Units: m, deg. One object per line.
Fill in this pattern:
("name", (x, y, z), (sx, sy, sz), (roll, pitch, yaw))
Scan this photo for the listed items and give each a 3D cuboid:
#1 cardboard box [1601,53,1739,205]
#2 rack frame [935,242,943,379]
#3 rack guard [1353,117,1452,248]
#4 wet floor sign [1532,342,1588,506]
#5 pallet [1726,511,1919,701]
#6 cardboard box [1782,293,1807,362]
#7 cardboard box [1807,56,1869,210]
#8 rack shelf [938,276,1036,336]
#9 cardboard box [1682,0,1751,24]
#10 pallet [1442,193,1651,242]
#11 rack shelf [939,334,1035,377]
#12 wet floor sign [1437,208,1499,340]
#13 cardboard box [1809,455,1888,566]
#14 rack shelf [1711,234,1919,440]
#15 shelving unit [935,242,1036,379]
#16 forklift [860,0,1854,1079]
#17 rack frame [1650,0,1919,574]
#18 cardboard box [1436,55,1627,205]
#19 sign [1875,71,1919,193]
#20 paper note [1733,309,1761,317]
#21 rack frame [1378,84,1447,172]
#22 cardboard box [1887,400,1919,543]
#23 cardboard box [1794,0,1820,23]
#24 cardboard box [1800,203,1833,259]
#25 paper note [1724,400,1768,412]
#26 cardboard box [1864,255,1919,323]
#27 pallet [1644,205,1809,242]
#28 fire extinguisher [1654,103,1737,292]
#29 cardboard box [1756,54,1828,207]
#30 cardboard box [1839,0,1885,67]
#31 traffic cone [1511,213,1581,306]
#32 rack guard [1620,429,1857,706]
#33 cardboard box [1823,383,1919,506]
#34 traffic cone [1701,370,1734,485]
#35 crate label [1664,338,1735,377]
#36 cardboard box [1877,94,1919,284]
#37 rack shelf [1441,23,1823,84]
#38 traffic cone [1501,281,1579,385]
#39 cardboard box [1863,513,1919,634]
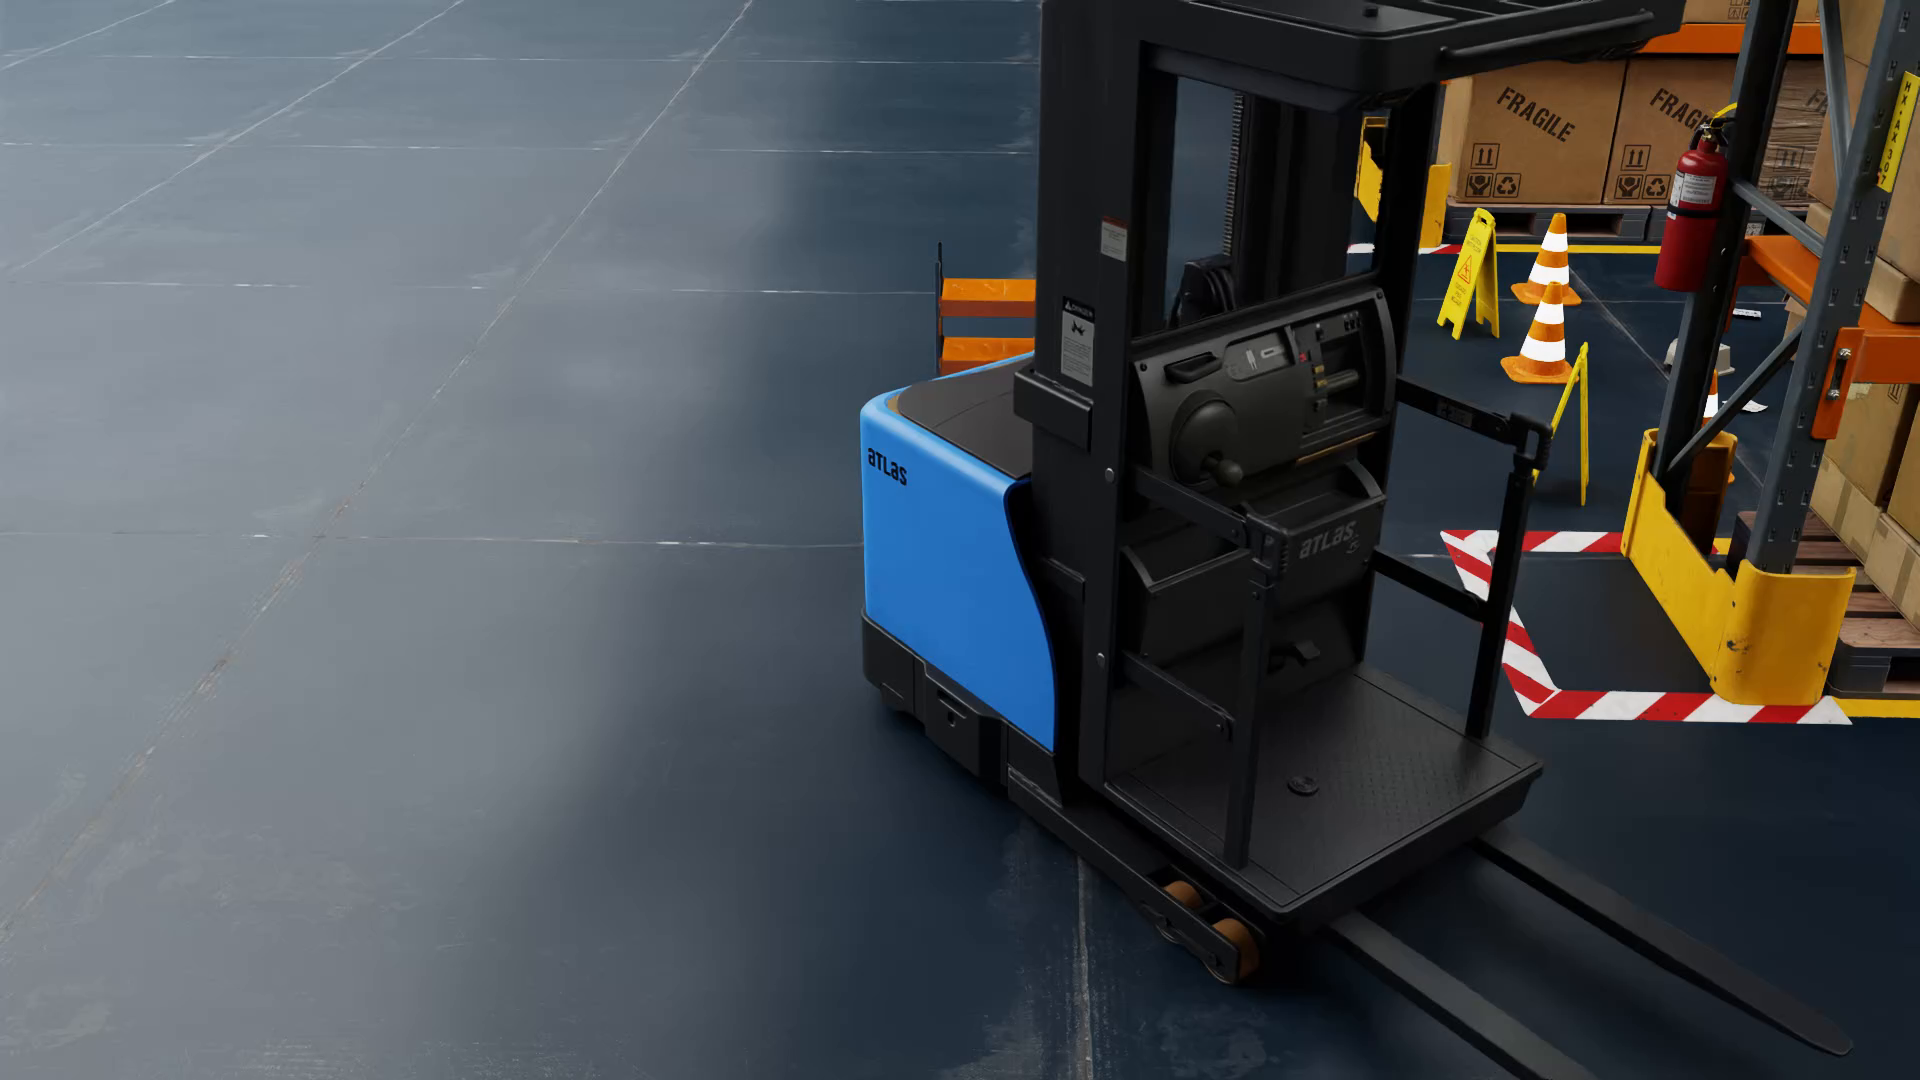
("cardboard box", (4.338, -2.611, 10.232), (0.875, 0.875, 0.875), (1, 28, 1))
("rack frame", (-0.078, -0.531, 6.410), (0.015, 1.200, 0.240), (1, 28, 2))
("rack guard", (2.754, -2.254, 10.407), (0.348, 0.500, 1.175), (1, 28, 2))
("wet floor sign", (2.553, -0.504, 6.949), (0.232, 0.644, 0.267), (11, 30, 19))
("pallet", (3.591, 0.223, 6.041), (1.213, 0.211, 1.003), (1, 28, 2))
("cardboard box", (4.549, -1.093, 8.212), (0.637, 0.503, 0.797), (-20, 34, -33))
("cardboard box", (3.257, -1.335, 5.580), (0.500, 0.500, 0.500), (0, 28, 1))
("rack shelf", (0.165, -0.875, 6.218), (0.480, 0.148, 0.258), (1, 28, 2))
("cardboard box", (4.256, -3.373, 9.688), (0.550, 0.550, 0.875), (1, 28, 2))
("pallet", (3.580, -2.150, 10.518), (1.213, 0.211, 1.003), (1, 28, 2))
("rack shelf", (0.165, -0.666, 6.329), (0.480, 0.148, 0.258), (1, 28, 2))
("wet floor sign", (2.680, -1.392, 8.625), (0.232, 0.644, 0.267), (-4, 28, -7))
("cardboard box", (3.546, -0.123, 6.204), (0.500, 0.250, 0.500), (1, 28, 2))
("rack shelf", (4.703, -0.689, 5.553), (4.000, 0.370, 1.077), (1, 28, 2))
("shelving unit", (0.165, -0.527, 6.402), (0.503, 1.200, 0.258), (1, 28, 2))
("forklift", (0.953, -0.372, 4.261), (1.130, 2.935, 3.031), (-19, 33, -32))
("rack frame", (2.705, -1.040, 5.447), (0.127, 3.000, 1.000), (1, 28, 2))
("cardboard box", (3.458, -2.625, 10.258), (0.875, 0.875, 0.875), (1, 28, 2))
("sign", (2.686, -1.168, 4.765), (0.005, 0.325, 0.100), (1, 28, 2))
("paper note", (4.244, -1.226, 8.970), (0.142, 0.017, 0.144), (11, 30, 19))
("rack frame", (2.778, -3.359, 9.821), (0.127, 3.000, 1.000), (1, 28, 2))
("cardboard box", (3.525, -0.199, 5.548), (0.500, 0.500, 0.500), (0, 28, 0))
("cardboard box", (4.788, -3.384, 9.708), (0.500, 0.550, 0.875), (1, 28, 2))
("cardboard box", (3.086, -1.023, 5.683), (0.250, 0.149, 0.380), (2, 28, 4))
("paper note", (3.720, -0.644, 7.871), (0.142, 0.019, 0.148), (-9, 29, -16))
("cardboard box", (3.037, -0.826, 5.313), (0.250, 0.149, 0.380), (1, 28, 2))
("pallet", (4.796, -2.128, 10.478), (1.213, 0.211, 1.003), (1, 28, 2))
("fire extinguisher", (2.606, -1.223, 5.876), (0.183, 0.674, 0.296), (1, 28, 2))
("cardboard box", (5.249, -2.595, 10.202), (0.875, 0.875, 0.875), (1, 28, 2))
("cardboard box", (3.223, -1.751, 5.297), (0.500, 0.500, 0.700), (0, 28, 1))
("traffic cone", (3.259, -1.564, 9.145), (0.334, 0.463, 0.336), (1, 28, 2))
("rack guard", (2.781, 0.066, 6.030), (0.348, 0.500, 1.175), (1, 28, 2))
("cardboard box", (3.514, -0.451, 6.022), (0.500, 0.500, 0.500), (1, 28, 2))
("traffic cone", (3.180, -0.516, 7.167), (0.334, 0.463, 0.336), (1, 28, 2))
("crate label", (3.667, -0.913, 8.264), (0.298, 0.136, 0.250), (-14, 31, -24))
("cardboard box", (3.168, -1.078, 5.094), (0.500, 0.500, 0.500), (1, 28, 1))
("rack shelf", (4.777, -3.008, 9.927), (4.000, 0.370, 1.077), (1, 28, 2))
("traffic cone", (2.879, -1.041, 8.158), (0.334, 0.463, 0.336), (1, 28, 2))
("cardboard box", (3.501, 0.132, 5.723), (0.500, 0.250, 0.500), (1, 28, 1))
